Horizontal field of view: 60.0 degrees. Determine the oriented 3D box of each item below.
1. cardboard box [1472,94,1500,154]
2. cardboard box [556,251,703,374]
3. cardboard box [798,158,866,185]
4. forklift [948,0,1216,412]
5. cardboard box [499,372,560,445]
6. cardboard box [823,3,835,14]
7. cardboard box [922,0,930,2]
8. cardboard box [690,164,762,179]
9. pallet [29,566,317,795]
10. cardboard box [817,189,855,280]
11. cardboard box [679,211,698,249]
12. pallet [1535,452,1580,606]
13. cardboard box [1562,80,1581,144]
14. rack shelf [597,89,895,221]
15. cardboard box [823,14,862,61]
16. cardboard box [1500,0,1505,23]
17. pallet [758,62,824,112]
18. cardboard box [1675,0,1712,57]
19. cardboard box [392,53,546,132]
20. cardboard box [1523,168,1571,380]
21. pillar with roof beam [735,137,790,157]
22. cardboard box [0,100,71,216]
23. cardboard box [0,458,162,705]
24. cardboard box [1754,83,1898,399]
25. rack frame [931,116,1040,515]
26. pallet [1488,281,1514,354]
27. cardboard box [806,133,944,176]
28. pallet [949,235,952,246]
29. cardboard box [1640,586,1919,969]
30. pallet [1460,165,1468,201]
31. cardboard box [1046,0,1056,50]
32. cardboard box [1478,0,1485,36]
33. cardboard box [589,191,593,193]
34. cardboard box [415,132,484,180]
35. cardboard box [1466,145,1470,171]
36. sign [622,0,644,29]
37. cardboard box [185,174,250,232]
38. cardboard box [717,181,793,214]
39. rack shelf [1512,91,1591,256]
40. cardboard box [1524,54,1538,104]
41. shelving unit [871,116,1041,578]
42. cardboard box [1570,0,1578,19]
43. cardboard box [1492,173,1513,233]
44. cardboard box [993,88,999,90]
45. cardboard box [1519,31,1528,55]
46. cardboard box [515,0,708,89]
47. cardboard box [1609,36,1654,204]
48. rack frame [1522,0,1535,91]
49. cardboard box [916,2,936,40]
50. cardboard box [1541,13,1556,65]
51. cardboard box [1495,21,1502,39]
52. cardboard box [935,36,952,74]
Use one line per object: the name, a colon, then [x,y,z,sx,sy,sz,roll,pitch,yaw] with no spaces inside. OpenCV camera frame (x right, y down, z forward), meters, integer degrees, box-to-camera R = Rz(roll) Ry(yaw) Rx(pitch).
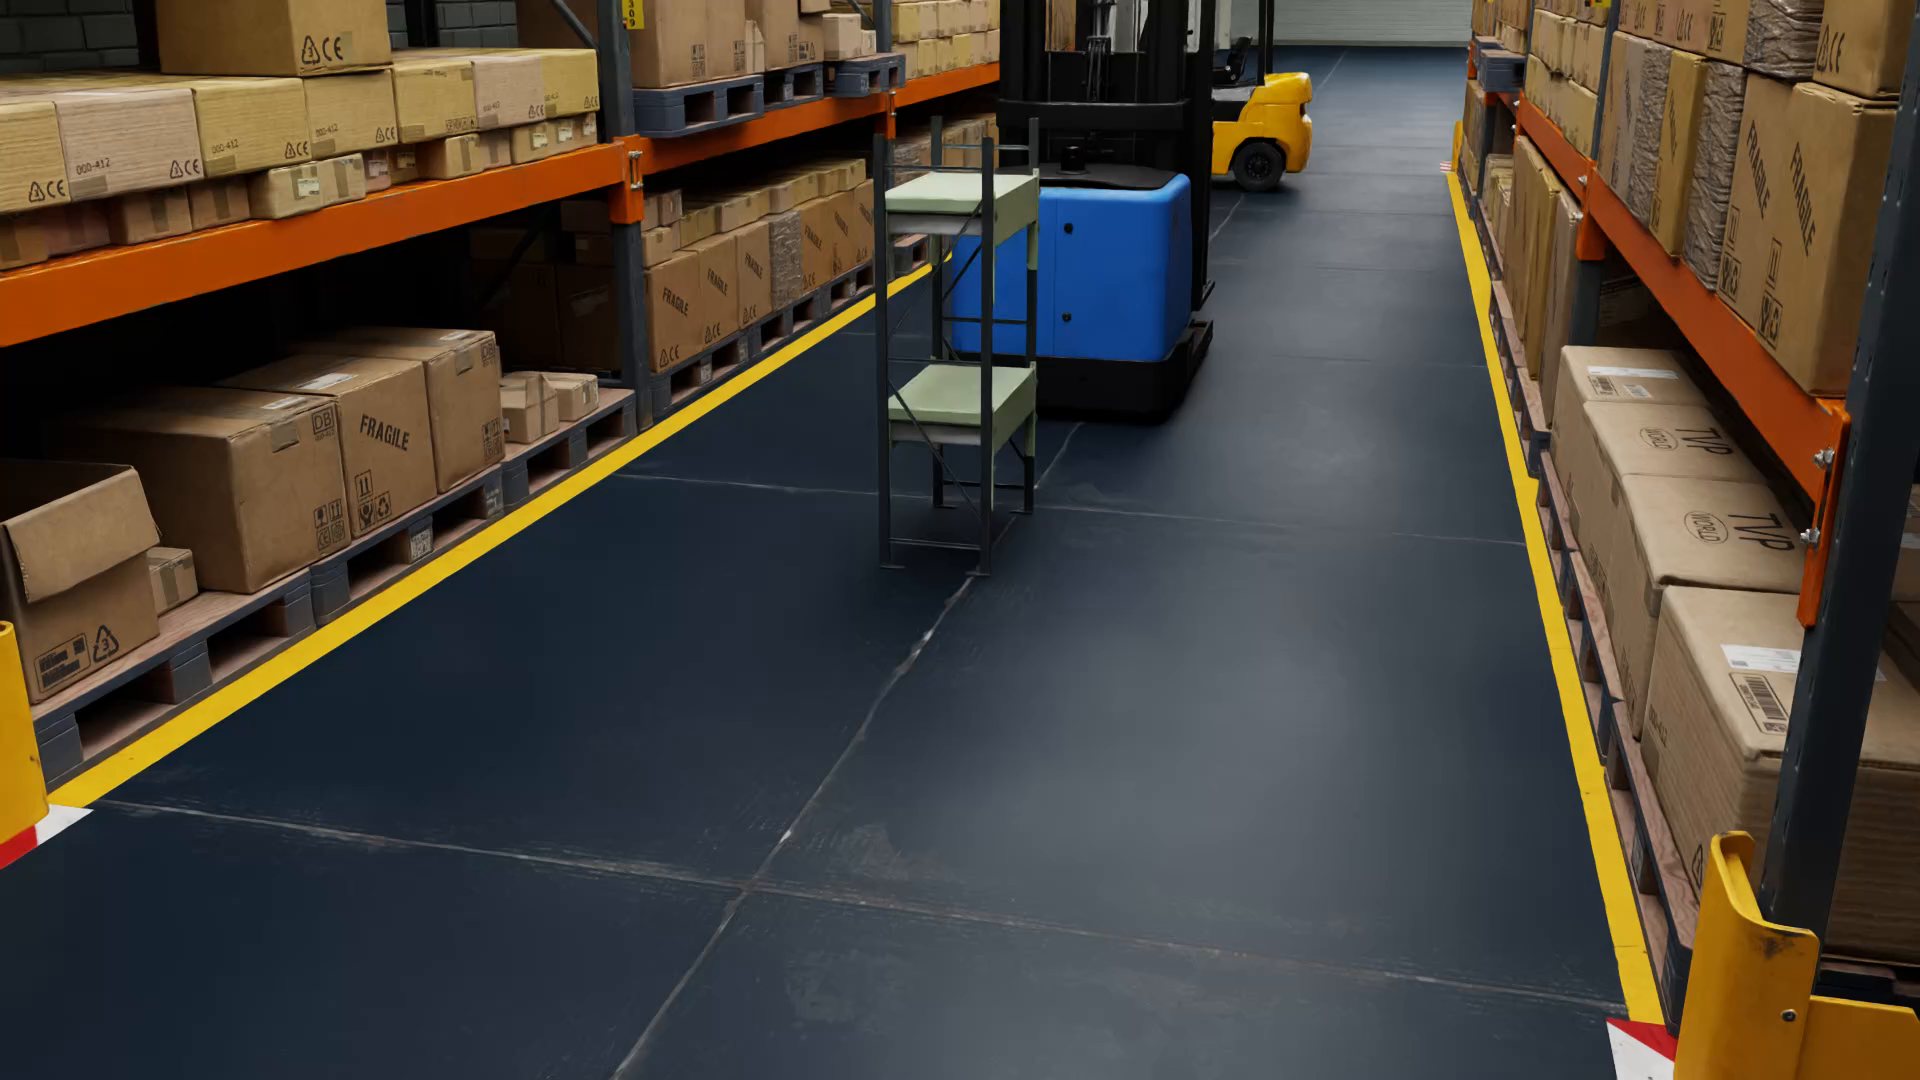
cardboard box: [4.852,-3.701,14.827,0.500,0.500,0.500,5,19,14]
cardboard box: [-1.587,-1.116,8.031,0.500,0.500,0.500,6,20,16]
cardboard box: [-0.822,-2.368,10.693,0.380,0.149,0.250,4,19,11]
forklift: [0.801,-2.417,8.730,1.130,2.935,3.031,5,19,13]
cardboard box: [-1.862,-0.561,6.770,0.396,0.266,0.258,5,20,15]
cardboard box: [-1.106,-3.548,11.393,0.500,0.250,0.500,5,20,15]
cardboard box: [-0.429,-3.900,11.807,0.380,0.149,0.250,5,19,14]
cardboard box: [-1.450,-2.238,10.314,0.380,0.149,0.250,5,19,14]
pallet: [-2.689,0.334,4.885,1.003,0.211,1.213,5,19,13]
cardboard box: [-0.974,-1.930,10.415,0.500,0.500,0.500,4,19,13]
cardboard box: [-1.534,-1.555,8.312,0.380,0.149,0.250,4,19,11]
pallet: [2.629,-0.023,5.930,1.003,0.211,1.213,5,19,13]
cardboard box: [2.881,-1.824,7.120,0.500,0.250,0.500,4,19,13]
rack shelf: [-1.435,-2.252,9.255,1.077,0.370,4.000,5,19,13]
cardboard box: [-0.890,-2.991,9.887,0.500,0.250,0.500,4,19,11]
cardboard box: [4.081,-3.872,11.620,0.500,0.500,0.500,4,19,11]
pallet: [-1.417,-2.519,9.219,1.003,0.211,1.213,5,19,13]
cardboard box: [2.148,-1.490,4.208,0.500,0.500,0.500,5,19,13]
cardboard box: [-1.920,-1.699,6.292,0.500,0.250,0.500,5,19,14]
cardboard box: [3.177,-1.253,7.852,0.875,0.875,0.875,5,20,15]
pillar with roof beam: [2.673,-6.199,10.413,9.100,9.000,0.400,5,19,13]
cardboard box: [-2.529,-0.903,3.963,0.500,0.250,0.500,5,19,14]
cardboard box: [-2.660,0.086,4.507,0.797,0.503,0.637,4,19,11]
cardboard box: [1.774,-0.541,2.976,0.500,0.500,0.500,5,19,14]
rack frame: [0.091,-0.827,6.287,0.400,1.500,0.023,5,19,13]
pallet: [3.602,-1.268,9.574,1.003,0.211,1.213,5,19,13]
cardboard box: [-0.629,-2.695,12.460,0.875,0.625,0.625,5,20,15]
pallet: [-0.407,-2.536,13.287,1.003,0.211,1.213,5,19,13]
cardboard box: [1.977,0.477,3.463,0.875,0.438,0.875,4,19,12]
pallet: [5.271,-3.360,15.698,1.003,0.211,1.213,5,19,13]
cardboard box: [0.626,-4.963,15.921,0.500,0.500,0.500,4,19,13]
cardboard box: [5.075,-4.916,15.323,0.500,0.500,0.500,4,19,12]
cardboard box: [-1.839,-1.836,9.136,0.380,0.149,0.250,5,19,14]
cardboard box: [-1.965,-1.398,6.029,0.380,0.149,0.250,4,19,13]
cardboard box: [4.978,-3.513,15.438,0.500,0.250,0.500,5,19,14]
sign: [-1.396,-2.335,7.045,0.100,0.325,0.005,5,19,13]
cardboard box: [-2.326,-1.001,4.867,0.380,0.149,0.250,5,19,14]
cardboard box: [-1.173,-1.954,9.483,0.380,0.149,0.250,4,19,11]
rack shelf: [3.379,-1.862,8.110,1.077,0.370,4.000,5,19,13]
cardboard box: [3.504,-2.624,9.463,0.500,0.250,0.500,4,19,12]
shelving unit: [0.002,-0.712,5.951,0.431,1.500,0.755,5,19,13]
cardboard box: [3.018,-2.576,7.386,0.500,0.500,0.500,5,20,15]
cardboard box: [4.379,-2.430,12.076,0.950,0.372,0.625,5,20,15]
cardboard box: [0.588,-4.131,15.697,0.500,0.250,0.500,5,19,13]
cardboard box: [3.715,-3.120,10.420,0.380,0.149,0.250,5,19,14]
cardboard box: [-1.589,-2.346,7.611,0.700,0.500,0.500,5,20,15]
cardboard box: [2.395,-1.339,5.312,0.500,0.500,0.500,5,19,14]
rack frame: [3.868,-2.829,9.829,1.000,3.000,0.127,5,19,13]
cardboard box: [-0.478,-3.662,11.727,0.500,0.250,0.500,5,20,15]
cardboard box: [3.243,-2.538,8.436,0.500,0.250,0.500,5,19,13]
cardboard box: [4.334,-3.937,12.811,0.380,0.149,0.250,5,20,14]
cardboard box: [-0.354,-3.588,12.283,0.500,0.250,0.500,4,19,12]
